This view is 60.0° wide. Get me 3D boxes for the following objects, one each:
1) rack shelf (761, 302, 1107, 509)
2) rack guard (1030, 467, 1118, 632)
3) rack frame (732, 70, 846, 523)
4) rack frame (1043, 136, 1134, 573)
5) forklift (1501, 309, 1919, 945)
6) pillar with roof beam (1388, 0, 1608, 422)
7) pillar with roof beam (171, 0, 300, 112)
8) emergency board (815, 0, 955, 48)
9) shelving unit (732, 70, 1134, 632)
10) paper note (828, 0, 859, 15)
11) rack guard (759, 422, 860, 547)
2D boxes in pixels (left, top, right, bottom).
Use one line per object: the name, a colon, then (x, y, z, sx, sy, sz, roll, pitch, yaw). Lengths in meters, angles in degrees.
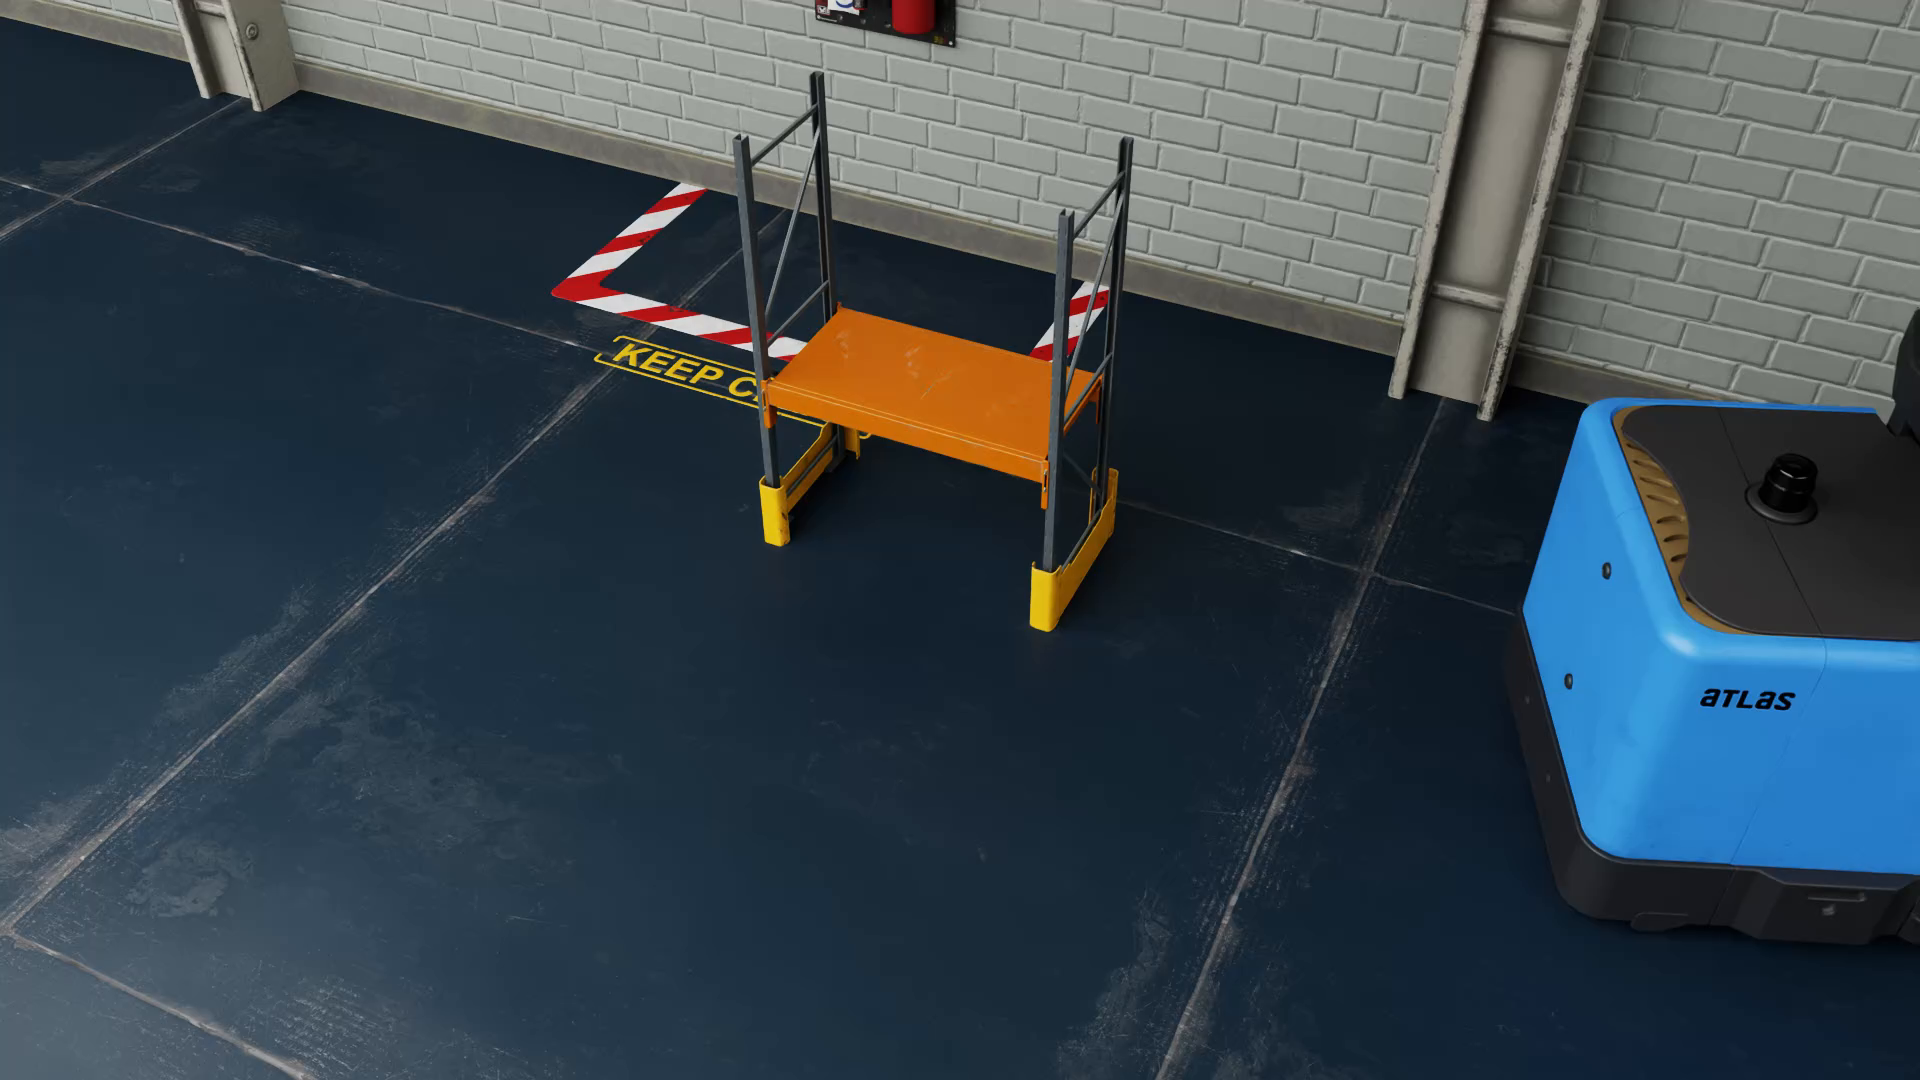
rack shelf: (-0.077, -0.454, 5.404, 1.000, 0.185, 0.538, 17, 44, 19)
rack guard: (0.382, 0.022, 5.533, 0.087, 0.250, 0.587, 17, 44, 19)
rack frame: (-0.538, -0.731, 5.448, 0.032, 1.500, 0.500, 17, 44, 19)
rack frame: (0.383, -0.450, 5.124, 0.032, 1.500, 0.500, 17, 44, 19)
forklift: (3.171, -0.314, 3.875, 3.031, 2.935, 1.130, 3, 41, 3)
pillar with roof beam: (0.067, -1.436, 0.536, 0.400, 9.000, 9.100, 17, 44, 19)
pillar with roof beam: (-5.370, -3.097, 2.453, 0.400, 9.000, 9.100, 17, 44, 19)
emergency board: (-0.336, -2.431, 6.264, 0.643, 1.169, 0.194, 17, 44, 19)
shelving unit: (-0.069, -0.588, 5.283, 1.083, 1.500, 0.587, 17, 44, 19)
paper note: (-0.467, -2.188, 6.657, 0.142, 0.148, 0.016, 17, 44, 19)
rack guard: (-0.520, -0.253, 5.852, 0.087, 0.250, 0.587, 17, 44, 19)
